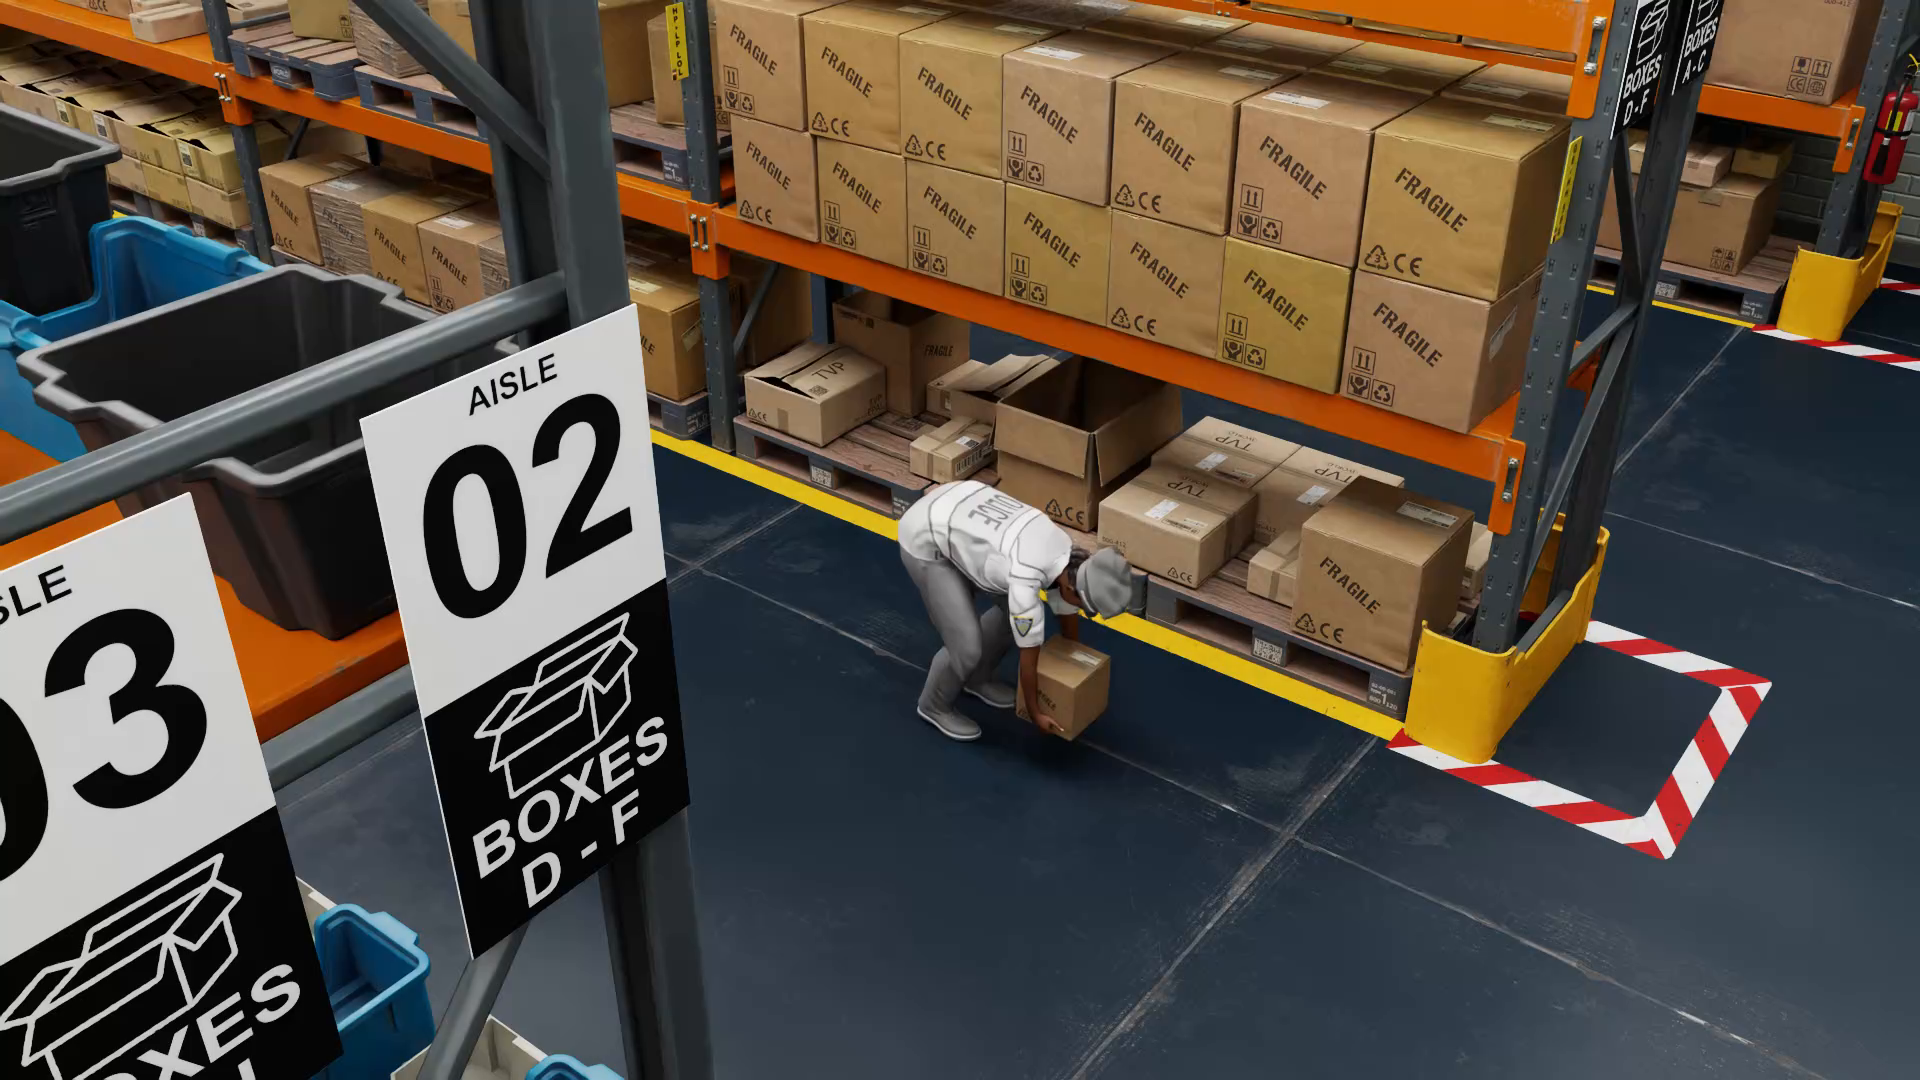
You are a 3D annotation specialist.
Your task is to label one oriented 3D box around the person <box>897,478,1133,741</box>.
[{"bbox_3d":[0.201,0.314,6.259,0.932,1.000,0.449,20,36,29],"label":"person"}]
